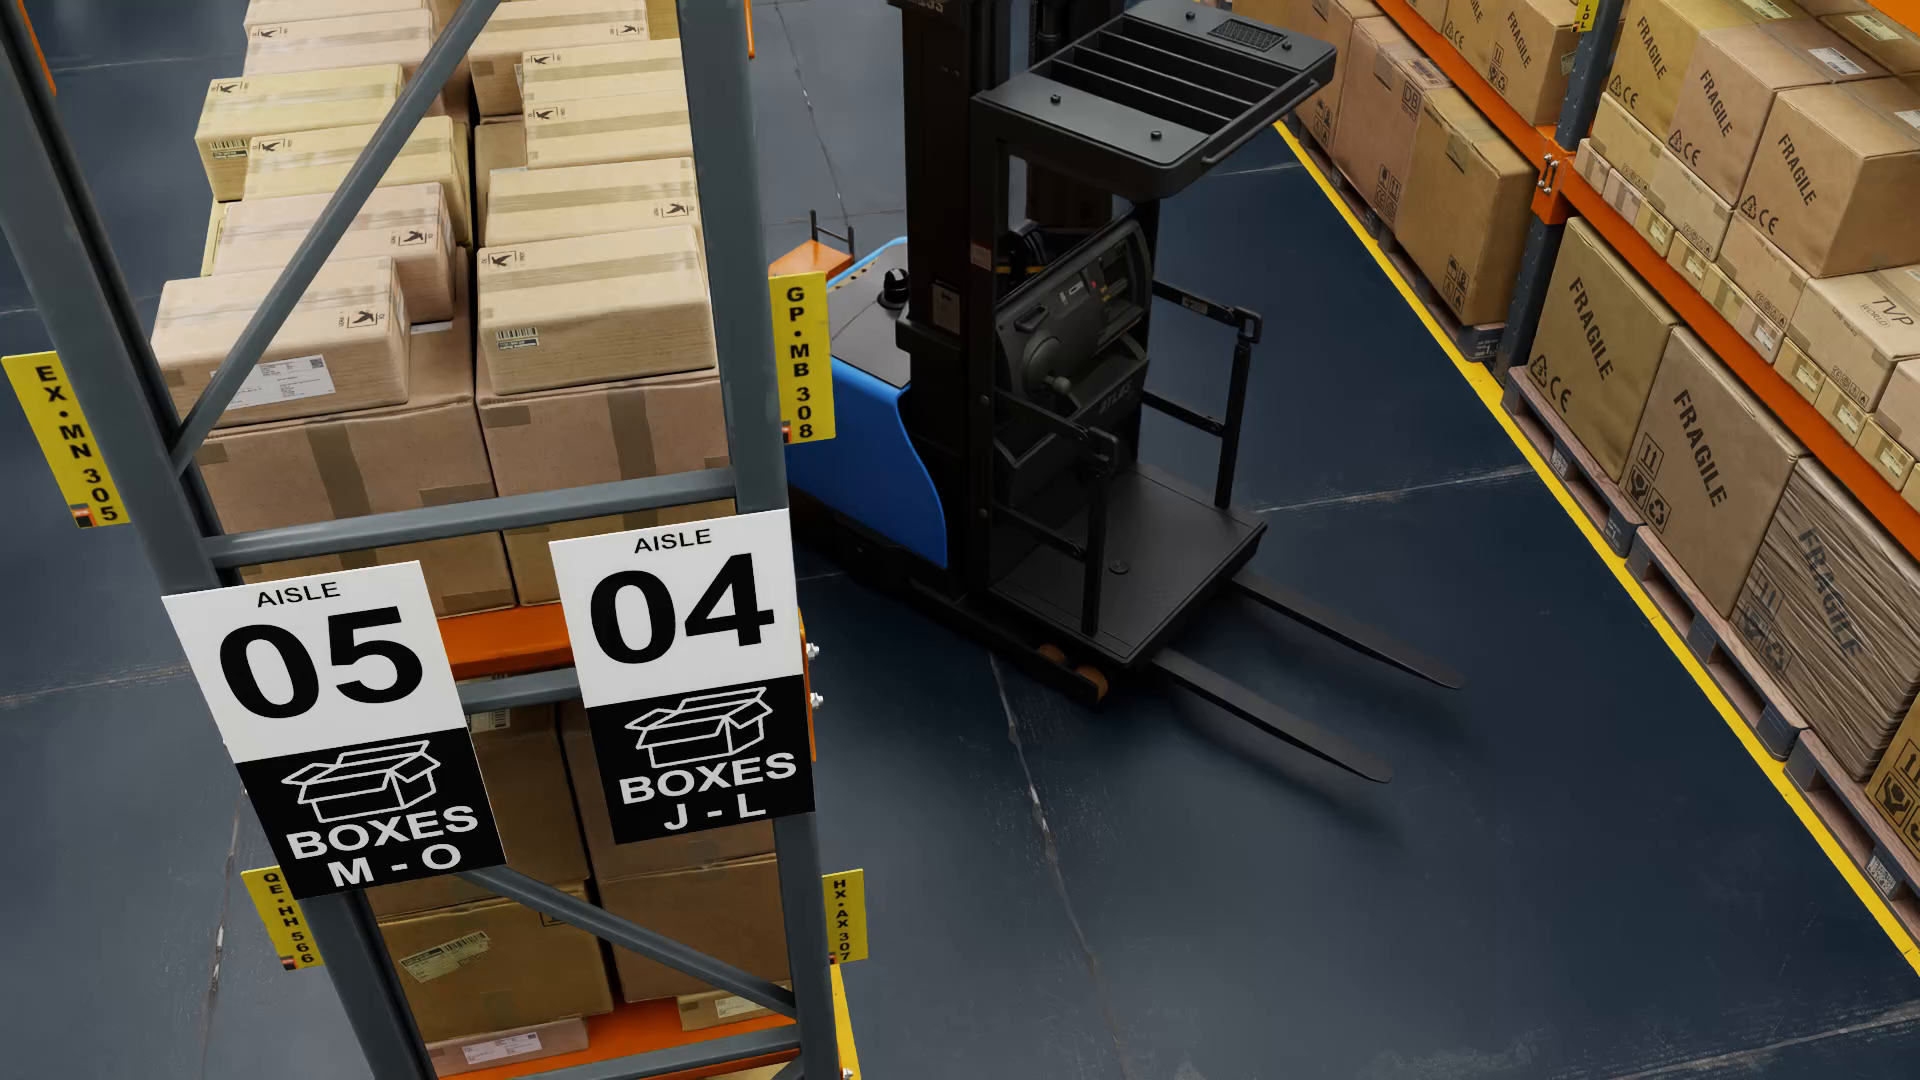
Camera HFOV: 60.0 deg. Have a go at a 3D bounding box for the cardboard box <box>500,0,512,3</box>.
[{"bbox_3d":[-0.942,-1.417,4.045,0.380,0.149,0.250,-7,42,-8],"label":"cardboard box"}]

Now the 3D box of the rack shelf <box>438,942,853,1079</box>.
[{"bbox_3d":[-1.220,0.211,5.576,1.077,0.370,4.000,-8,42,-9],"label":"rack shelf"}]

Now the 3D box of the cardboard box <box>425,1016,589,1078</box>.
[{"bbox_3d":[-1.134,1.162,4.152,0.380,0.149,0.250,-8,42,-9],"label":"cardboard box"}]

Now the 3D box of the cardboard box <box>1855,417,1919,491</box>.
[{"bbox_3d":[3.400,-0.326,5.829,0.380,0.149,0.250,-8,42,-9],"label":"cardboard box"}]

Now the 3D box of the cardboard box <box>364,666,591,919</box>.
[{"bbox_3d":[-1.130,0.455,3.707,0.500,0.500,0.500,-9,42,-10],"label":"cardboard box"}]

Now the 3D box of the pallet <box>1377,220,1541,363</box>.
[{"bbox_3d":[2.973,-1.446,9.001,1.003,0.211,1.213,-8,42,-9],"label":"pallet"}]

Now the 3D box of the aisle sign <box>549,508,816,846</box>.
[{"bbox_3d":[-0.479,0.271,3.009,0.394,0.787,0.004,-8,42,-9],"label":"aisle sign"}]

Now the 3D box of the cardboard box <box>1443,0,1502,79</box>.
[{"bbox_3d":[2.746,-2.622,8.151,0.500,0.500,0.500,-7,42,-8],"label":"cardboard box"}]

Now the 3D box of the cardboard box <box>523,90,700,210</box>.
[{"bbox_3d":[-0.660,-0.760,3.305,0.380,0.149,0.250,-8,42,-9],"label":"cardboard box"}]

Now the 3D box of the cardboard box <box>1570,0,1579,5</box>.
[{"bbox_3d":[3.068,-2.825,7.623,0.797,0.503,0.637,-9,42,-10],"label":"cardboard box"}]

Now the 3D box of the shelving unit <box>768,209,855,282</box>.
[{"bbox_3d":[-0.715,-0.840,7.574,0.258,1.200,0.503,27,48,27],"label":"shelving unit"}]

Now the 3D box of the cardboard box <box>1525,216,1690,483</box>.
[{"bbox_3d":[3.278,-0.922,7.595,0.875,0.875,0.875,-8,42,-9],"label":"cardboard box"}]

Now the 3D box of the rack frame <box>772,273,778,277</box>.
[{"bbox_3d":[-0.865,-0.712,7.430,0.240,1.200,0.015,27,48,27],"label":"rack frame"}]

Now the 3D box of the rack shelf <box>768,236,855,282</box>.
[{"bbox_3d":[-0.715,-1.134,7.313,0.258,0.148,0.480,27,48,27],"label":"rack shelf"}]

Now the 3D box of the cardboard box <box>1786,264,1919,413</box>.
[{"bbox_3d":[3.378,-0.733,5.987,0.500,0.250,0.500,-8,42,-9],"label":"cardboard box"}]

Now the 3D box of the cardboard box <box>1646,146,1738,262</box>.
[{"bbox_3d":[3.162,-1.389,6.726,0.500,0.250,0.500,-9,42,-9],"label":"cardboard box"}]

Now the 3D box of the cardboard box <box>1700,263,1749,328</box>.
[{"bbox_3d":[3.181,-0.989,6.575,0.380,0.149,0.250,-9,42,-10],"label":"cardboard box"}]

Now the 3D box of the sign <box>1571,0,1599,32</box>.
[{"bbox_3d":[2.686,-2.319,7.072,0.100,0.325,0.005,-8,42,-9],"label":"sign"}]

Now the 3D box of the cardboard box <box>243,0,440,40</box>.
[{"bbox_3d":[-1.392,-1.171,3.768,0.380,0.149,0.250,-7,42,-8],"label":"cardboard box"}]

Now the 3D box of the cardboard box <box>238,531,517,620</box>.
[{"bbox_3d":[-1.144,-0.084,3.220,0.500,0.250,0.500,-9,42,-10],"label":"cardboard box"}]

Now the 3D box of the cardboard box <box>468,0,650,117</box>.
[{"bbox_3d":[-0.871,-1.069,3.653,0.380,0.149,0.250,-7,42,-8],"label":"cardboard box"}]

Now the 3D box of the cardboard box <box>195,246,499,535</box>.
[{"bbox_3d":[-1.136,-0.276,3.060,0.500,0.250,0.500,-10,42,-11],"label":"cardboard box"}]

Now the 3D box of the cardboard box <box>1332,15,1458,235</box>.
[{"bbox_3d":[2.862,-2.353,9.207,1.225,0.875,0.875,-10,43,-11],"label":"cardboard box"}]

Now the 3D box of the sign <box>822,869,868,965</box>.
[{"bbox_3d":[-0.258,0.837,3.677,0.100,0.325,0.005,-8,42,-9],"label":"sign"}]

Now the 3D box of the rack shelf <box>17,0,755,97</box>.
[{"bbox_3d":[-1.220,-2.031,3.585,1.077,0.370,4.000,-8,42,-9],"label":"rack shelf"}]

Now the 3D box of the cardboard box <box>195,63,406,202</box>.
[{"bbox_3d":[-1.323,-0.832,3.386,0.380,0.149,0.250,-8,42,-9],"label":"cardboard box"}]

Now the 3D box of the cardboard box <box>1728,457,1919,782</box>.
[{"bbox_3d":[3.664,0.238,6.288,0.875,0.875,0.875,-8,42,-9],"label":"cardboard box"}]

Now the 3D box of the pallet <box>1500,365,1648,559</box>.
[{"bbox_3d":[3.301,-0.452,7.882,1.003,0.211,1.213,-8,42,-9],"label":"pallet"}]

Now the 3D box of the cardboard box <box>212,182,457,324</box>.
[{"bbox_3d":[-1.125,-0.507,3.020,0.380,0.149,0.250,-8,42,-9],"label":"cardboard box"}]

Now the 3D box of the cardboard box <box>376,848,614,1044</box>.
[{"bbox_3d":[-1.136,0.836,4.031,0.500,0.500,0.500,-8,42,-8],"label":"cardboard box"}]

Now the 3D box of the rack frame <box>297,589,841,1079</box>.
[{"bbox_3d":[-0.788,1.239,3.877,1.000,3.000,0.127,-8,42,-9],"label":"rack frame"}]

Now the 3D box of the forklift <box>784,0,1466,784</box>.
[{"bbox_3d":[0.610,-0.824,6.252,3.031,2.935,1.130,28,49,28],"label":"forklift"}]

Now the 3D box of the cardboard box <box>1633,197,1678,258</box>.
[{"bbox_3d":[3.067,-1.325,6.954,0.380,0.149,0.250,-7,42,-8],"label":"cardboard box"}]

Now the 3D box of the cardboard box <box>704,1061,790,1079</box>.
[{"bbox_3d":[-0.569,1.537,4.924,0.380,0.149,0.250,-10,43,-11],"label":"cardboard box"}]

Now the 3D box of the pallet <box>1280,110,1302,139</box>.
[{"bbox_3d":[2.447,-3.027,10.783,1.003,0.211,1.213,-8,42,-9],"label":"pallet"}]

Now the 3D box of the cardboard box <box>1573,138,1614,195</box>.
[{"bbox_3d":[2.953,-1.666,7.338,0.380,0.149,0.250,-8,42,-9],"label":"cardboard box"}]

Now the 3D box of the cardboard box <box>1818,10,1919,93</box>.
[{"bbox_3d":[3.678,-1.750,6.567,0.500,0.500,0.500,-8,42,-9],"label":"cardboard box"}]

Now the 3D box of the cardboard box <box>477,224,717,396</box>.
[{"bbox_3d":[-0.635,-0.406,2.906,0.380,0.149,0.250,-9,42,-10],"label":"cardboard box"}]

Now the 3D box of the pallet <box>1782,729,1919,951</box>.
[{"bbox_3d":[3.828,1.129,6.100,1.003,0.211,1.213,-8,42,-9],"label":"pallet"}]

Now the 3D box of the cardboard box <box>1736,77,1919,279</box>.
[{"bbox_3d":[3.283,-1.331,6.095,0.500,0.500,0.500,-10,42,-11],"label":"cardboard box"}]

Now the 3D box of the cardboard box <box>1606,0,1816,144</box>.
[{"bbox_3d":[3.067,-1.988,6.835,0.500,0.500,0.500,-8,42,-9],"label":"cardboard box"}]

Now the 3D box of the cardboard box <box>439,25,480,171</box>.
[{"bbox_3d":[-1.355,-0.940,3.808,0.500,0.250,0.500,-8,42,-9],"label":"cardboard box"}]

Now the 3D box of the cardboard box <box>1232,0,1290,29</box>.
[{"bbox_3d":[2.479,-3.504,10.504,1.225,0.875,0.875,-10,43,-11],"label":"cardboard box"}]

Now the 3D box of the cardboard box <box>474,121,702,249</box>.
[{"bbox_3d":[-0.742,-0.674,3.508,0.500,0.250,0.500,-9,42,-10],"label":"cardboard box"}]

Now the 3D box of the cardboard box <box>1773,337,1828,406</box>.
[{"bbox_3d":[3.291,-0.656,6.200,0.380,0.149,0.250,-9,42,-11],"label":"cardboard box"}]

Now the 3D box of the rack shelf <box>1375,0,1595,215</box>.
[{"bbox_3d":[2.782,-3.027,9.224,1.077,0.370,4.000,-8,42,-9],"label":"rack shelf"}]
